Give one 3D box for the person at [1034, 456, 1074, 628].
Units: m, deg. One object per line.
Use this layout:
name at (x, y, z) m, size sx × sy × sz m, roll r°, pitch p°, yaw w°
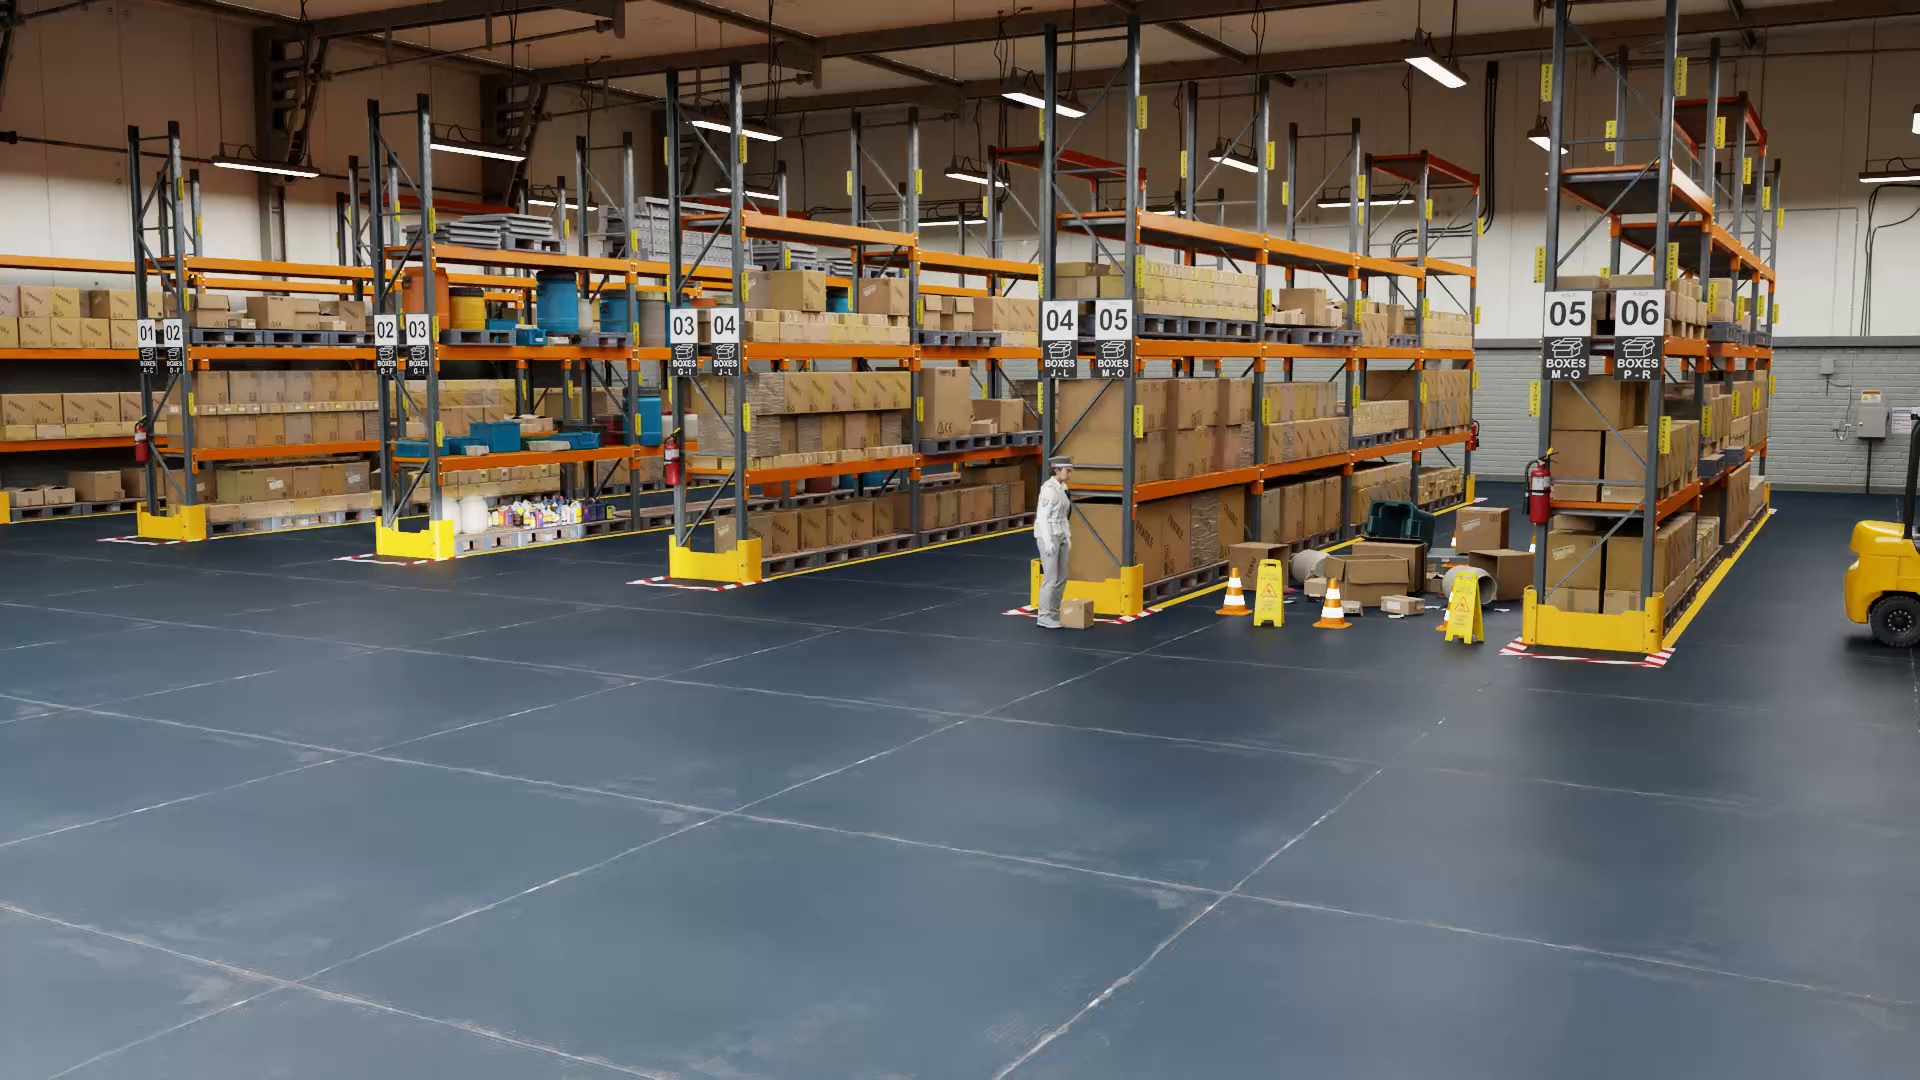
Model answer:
person at (0.932, 0.006, 16.295) m, size 0.371 × 1.664 × 0.529 m, roll 3°, pitch 7°, yaw 29°
